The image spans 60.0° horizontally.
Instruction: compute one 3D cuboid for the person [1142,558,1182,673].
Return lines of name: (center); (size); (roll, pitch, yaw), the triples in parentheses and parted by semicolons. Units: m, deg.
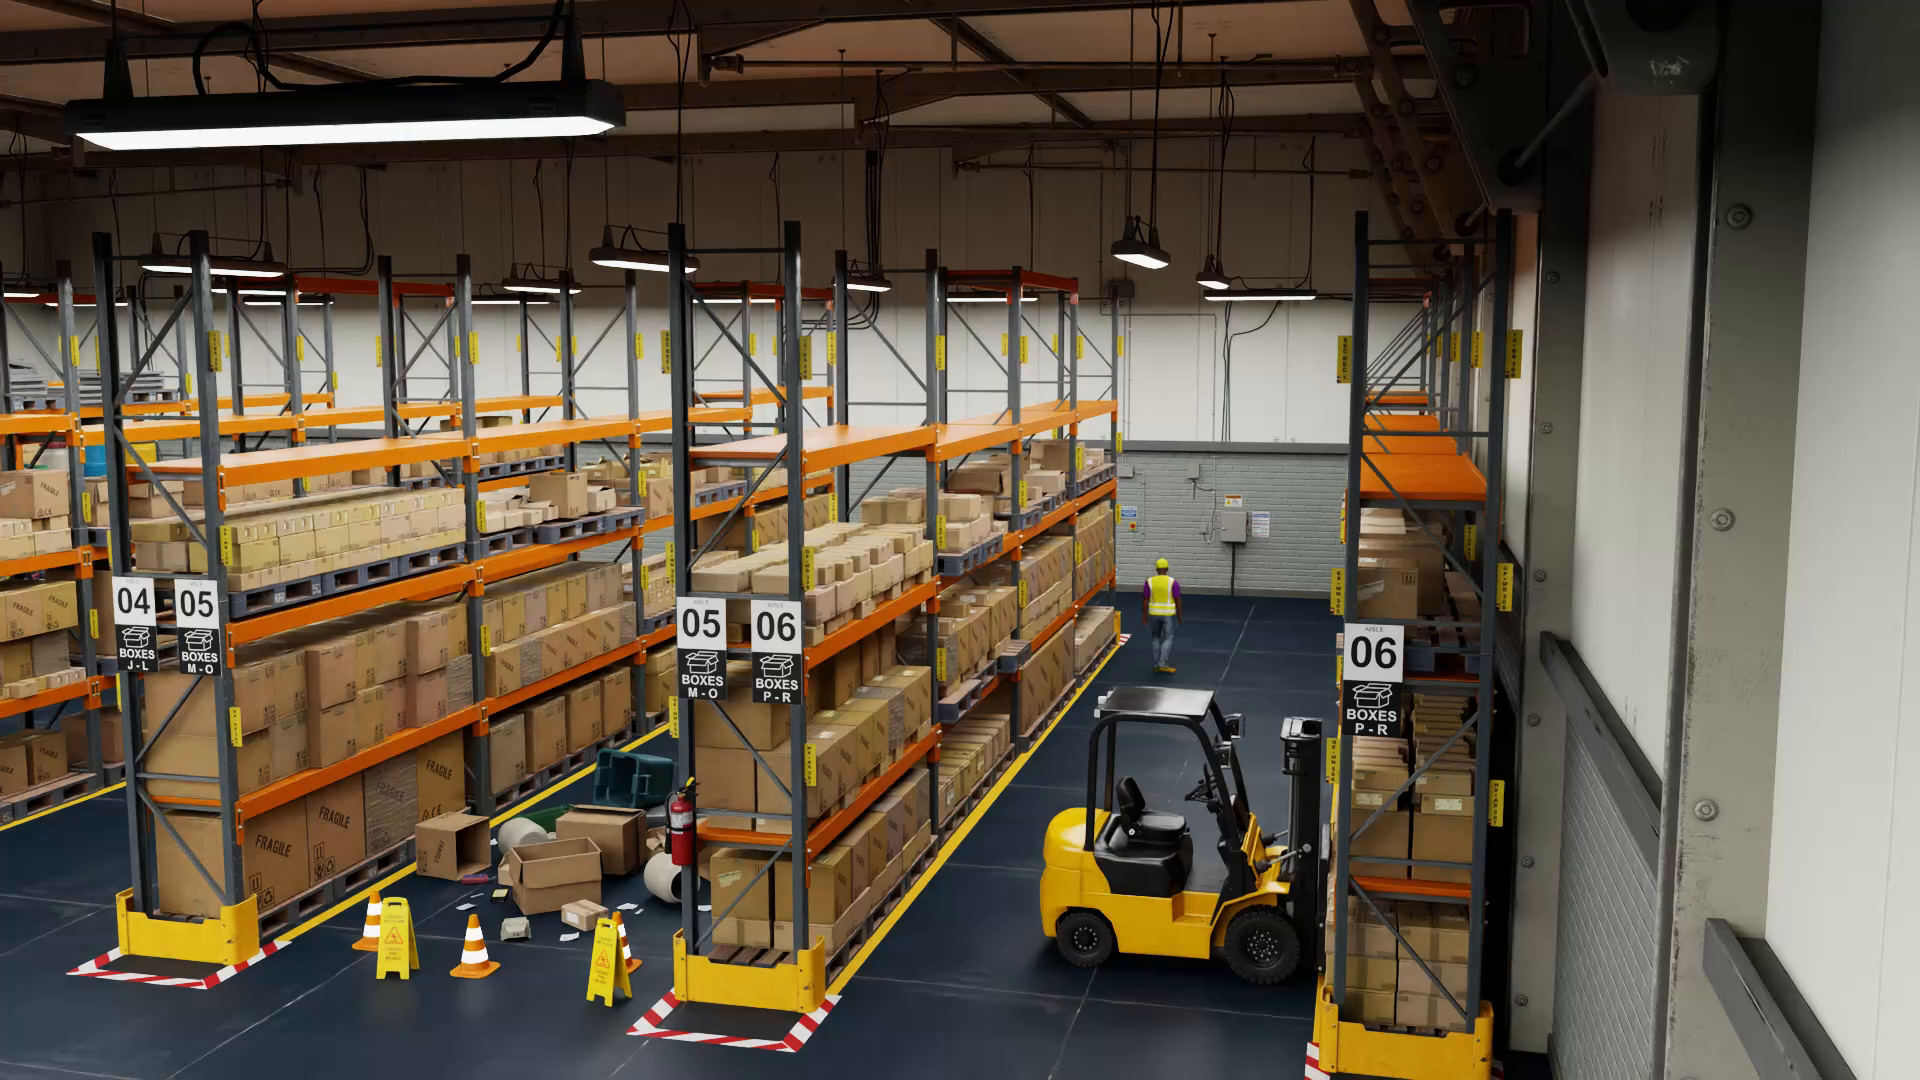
person: (3.113, 1.170, 25.666); (0.607, 1.768, 0.536); (3, 7, 21)
